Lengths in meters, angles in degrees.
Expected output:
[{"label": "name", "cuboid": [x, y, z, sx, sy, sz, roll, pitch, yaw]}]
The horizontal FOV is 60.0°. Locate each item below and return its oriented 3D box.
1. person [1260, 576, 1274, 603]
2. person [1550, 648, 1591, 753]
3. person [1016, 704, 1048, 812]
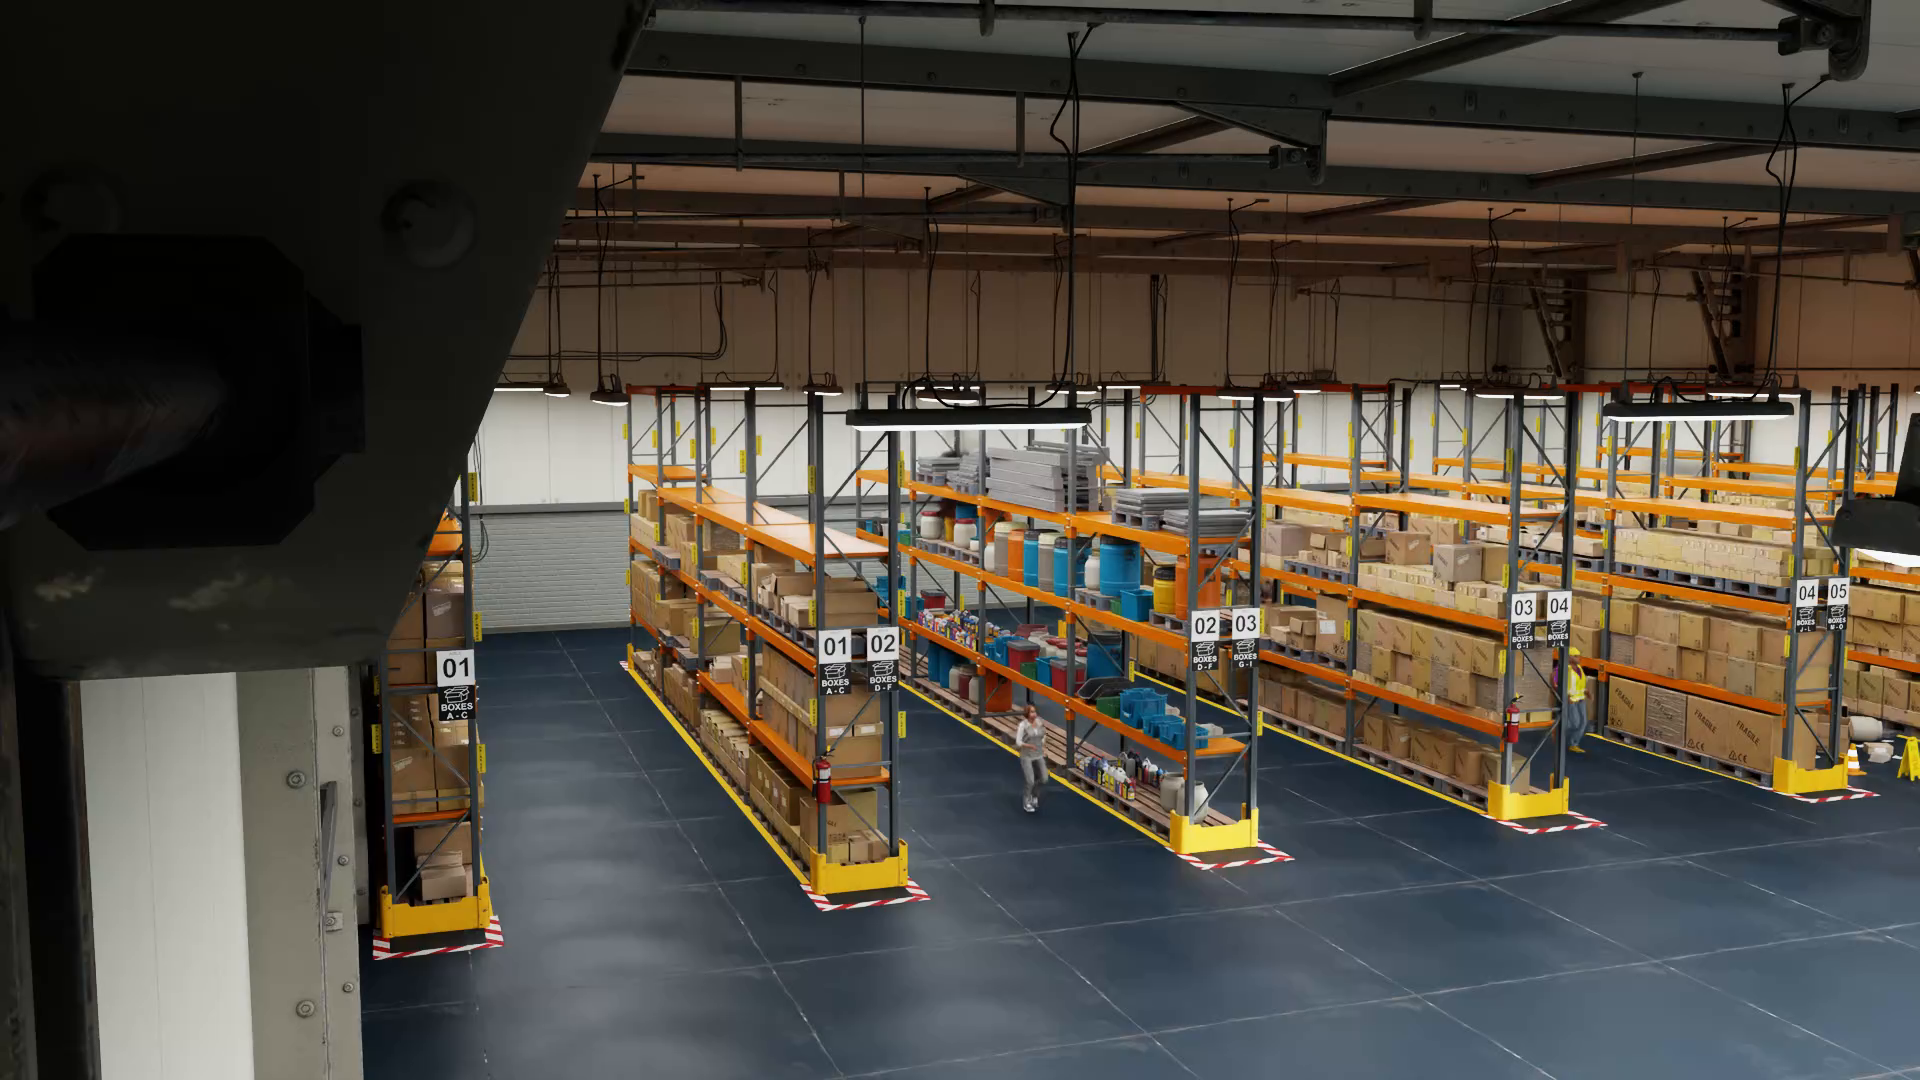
[{"label": "person", "cuboid": [6.842, 1.606, 37.242, 0.719, 1.791, 1.060, -2, 6, -19]}, {"label": "person", "cuboid": [10.114, 2.637, 27.547, 0.701, 1.724, 0.661, -4, 7, -32]}, {"label": "person", "cuboid": [1.055, 3.108, 23.601, 0.522, 1.559, 0.555, -3, 6, -24]}]
